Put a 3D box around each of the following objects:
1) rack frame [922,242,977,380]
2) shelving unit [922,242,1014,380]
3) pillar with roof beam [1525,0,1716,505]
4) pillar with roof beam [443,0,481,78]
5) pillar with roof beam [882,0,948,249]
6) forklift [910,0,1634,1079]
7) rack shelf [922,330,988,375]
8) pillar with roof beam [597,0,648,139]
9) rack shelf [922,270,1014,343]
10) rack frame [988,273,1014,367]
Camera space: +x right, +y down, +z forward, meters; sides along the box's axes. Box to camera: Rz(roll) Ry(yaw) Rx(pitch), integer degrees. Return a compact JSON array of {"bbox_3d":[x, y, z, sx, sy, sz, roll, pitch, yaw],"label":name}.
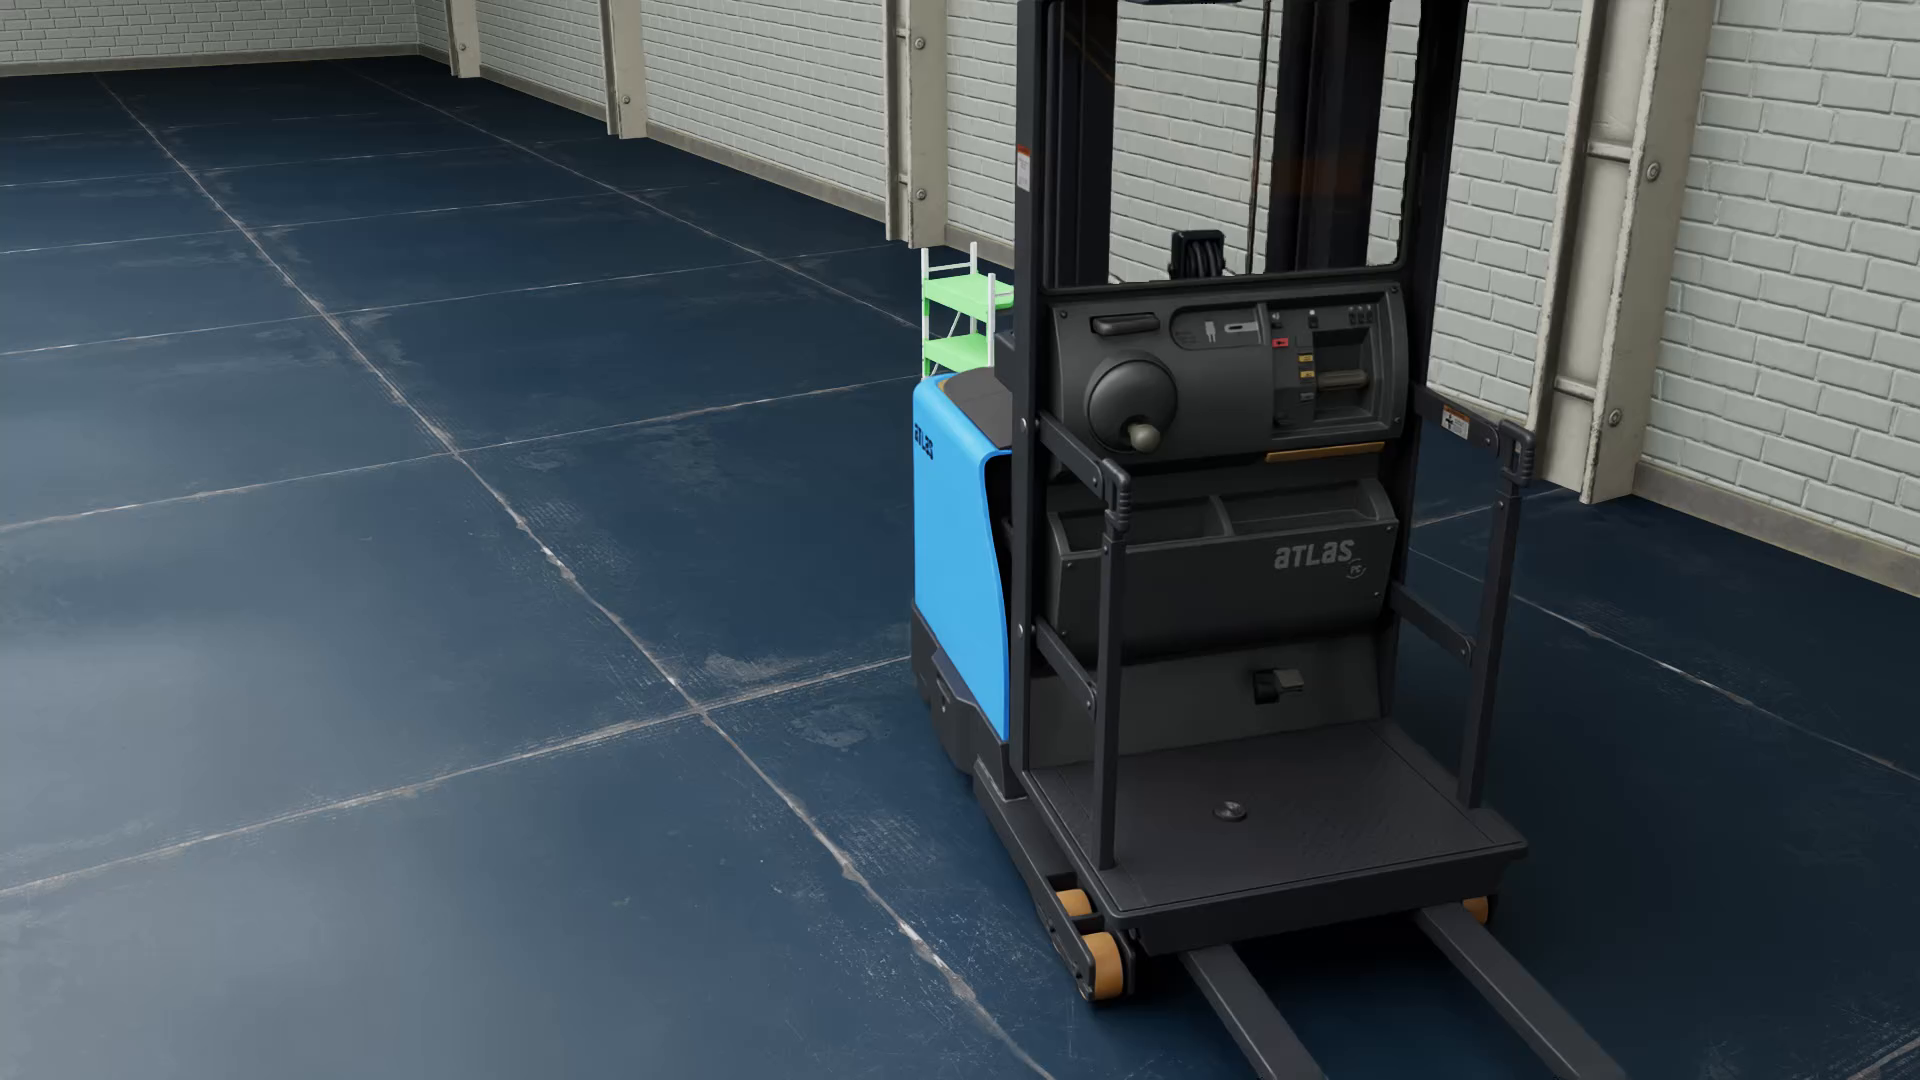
[{"bbox_3d":[-0.040,-0.581,6.648,0.240,1.200,0.015,-13,25,-28],"label":"rack frame"},{"bbox_3d":[0.085,-0.502,6.454,0.258,1.200,0.503,-13,25,-28],"label":"shelving unit"},{"bbox_3d":[-0.952,-3.587,3.685,9.100,9.000,0.400,-13,25,-28],"label":"pillar with roof beam"},{"bbox_3d":[-10.147,-9.413,18.020,9.100,9.000,0.400,-13,25,-28],"label":"pillar with roof beam"},{"bbox_3d":[-4.017,-5.529,8.463,9.100,9.000,0.400,-13,25,-28],"label":"pillar with roof beam"},{"bbox_3d":[0.737,-0.400,3.904,1.130,2.935,3.031,-6,23,-15],"label":"forklift"},{"bbox_3d":[0.085,-0.665,6.387,0.258,0.148,0.480,-13,25,-28],"label":"rack shelf"},{"bbox_3d":[-7.082,-7.471,13.242,9.100,9.000,0.400,-13,25,-28],"label":"pillar with roof beam"},{"bbox_3d":[0.085,-0.888,6.297,0.258,0.148,0.480,-13,25,-28],"label":"rack shelf"},{"bbox_3d":[0.209,-0.423,6.259,0.240,1.200,0.015,-13,25,-28],"label":"rack frame"}]
